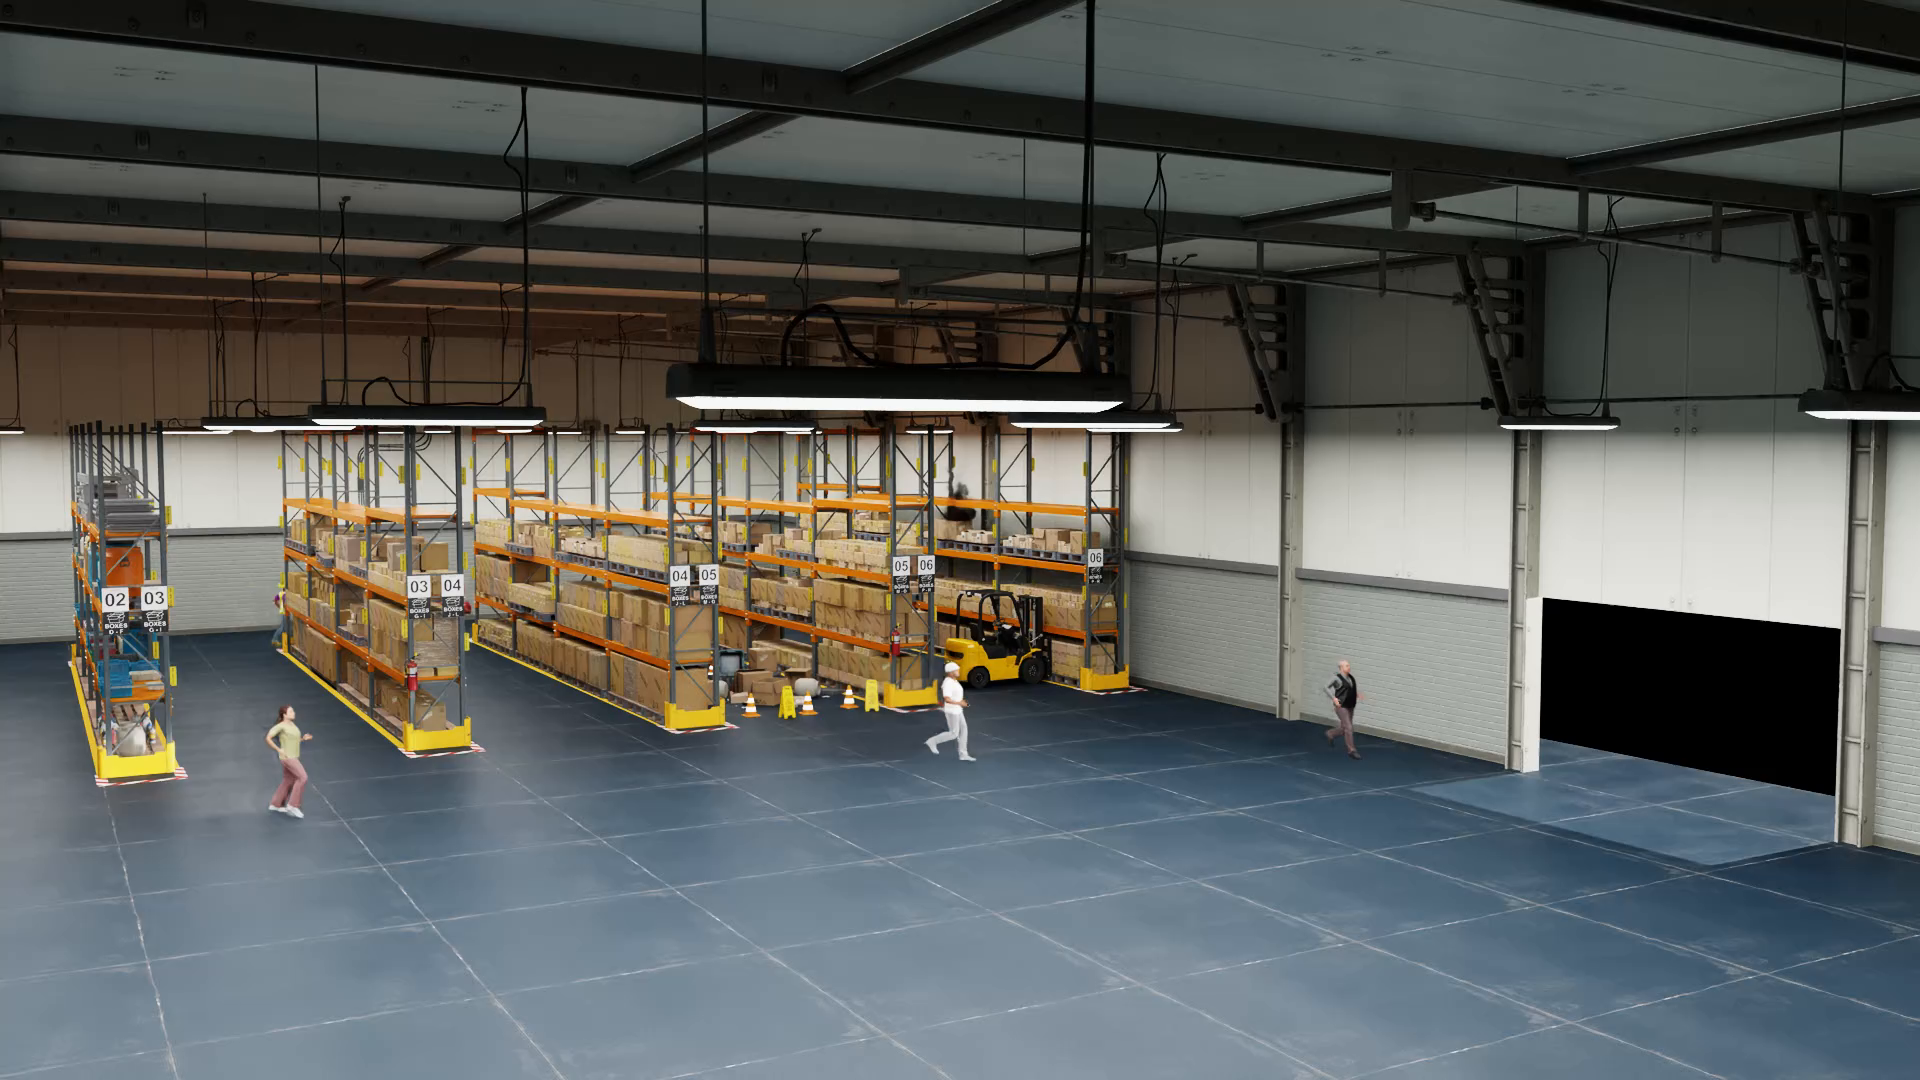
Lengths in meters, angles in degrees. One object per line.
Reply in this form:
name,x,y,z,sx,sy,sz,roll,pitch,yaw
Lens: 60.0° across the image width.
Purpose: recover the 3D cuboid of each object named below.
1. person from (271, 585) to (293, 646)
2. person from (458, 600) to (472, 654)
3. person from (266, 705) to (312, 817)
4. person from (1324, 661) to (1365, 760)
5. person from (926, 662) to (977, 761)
person,-18.392,2.052,45.344,0.769,1.825,0.676,-1,4,-21
person,-13.118,2.209,43.428,0.649,1.726,0.937,-3,4,-38
person,-10.134,3.337,25.128,0.664,1.711,0.557,0,4,-4
person,6.879,3.024,29.856,0.663,1.727,0.928,-3,4,-38
person,-0.148,3.036,29.354,0.894,1.756,0.702,1,4,9
